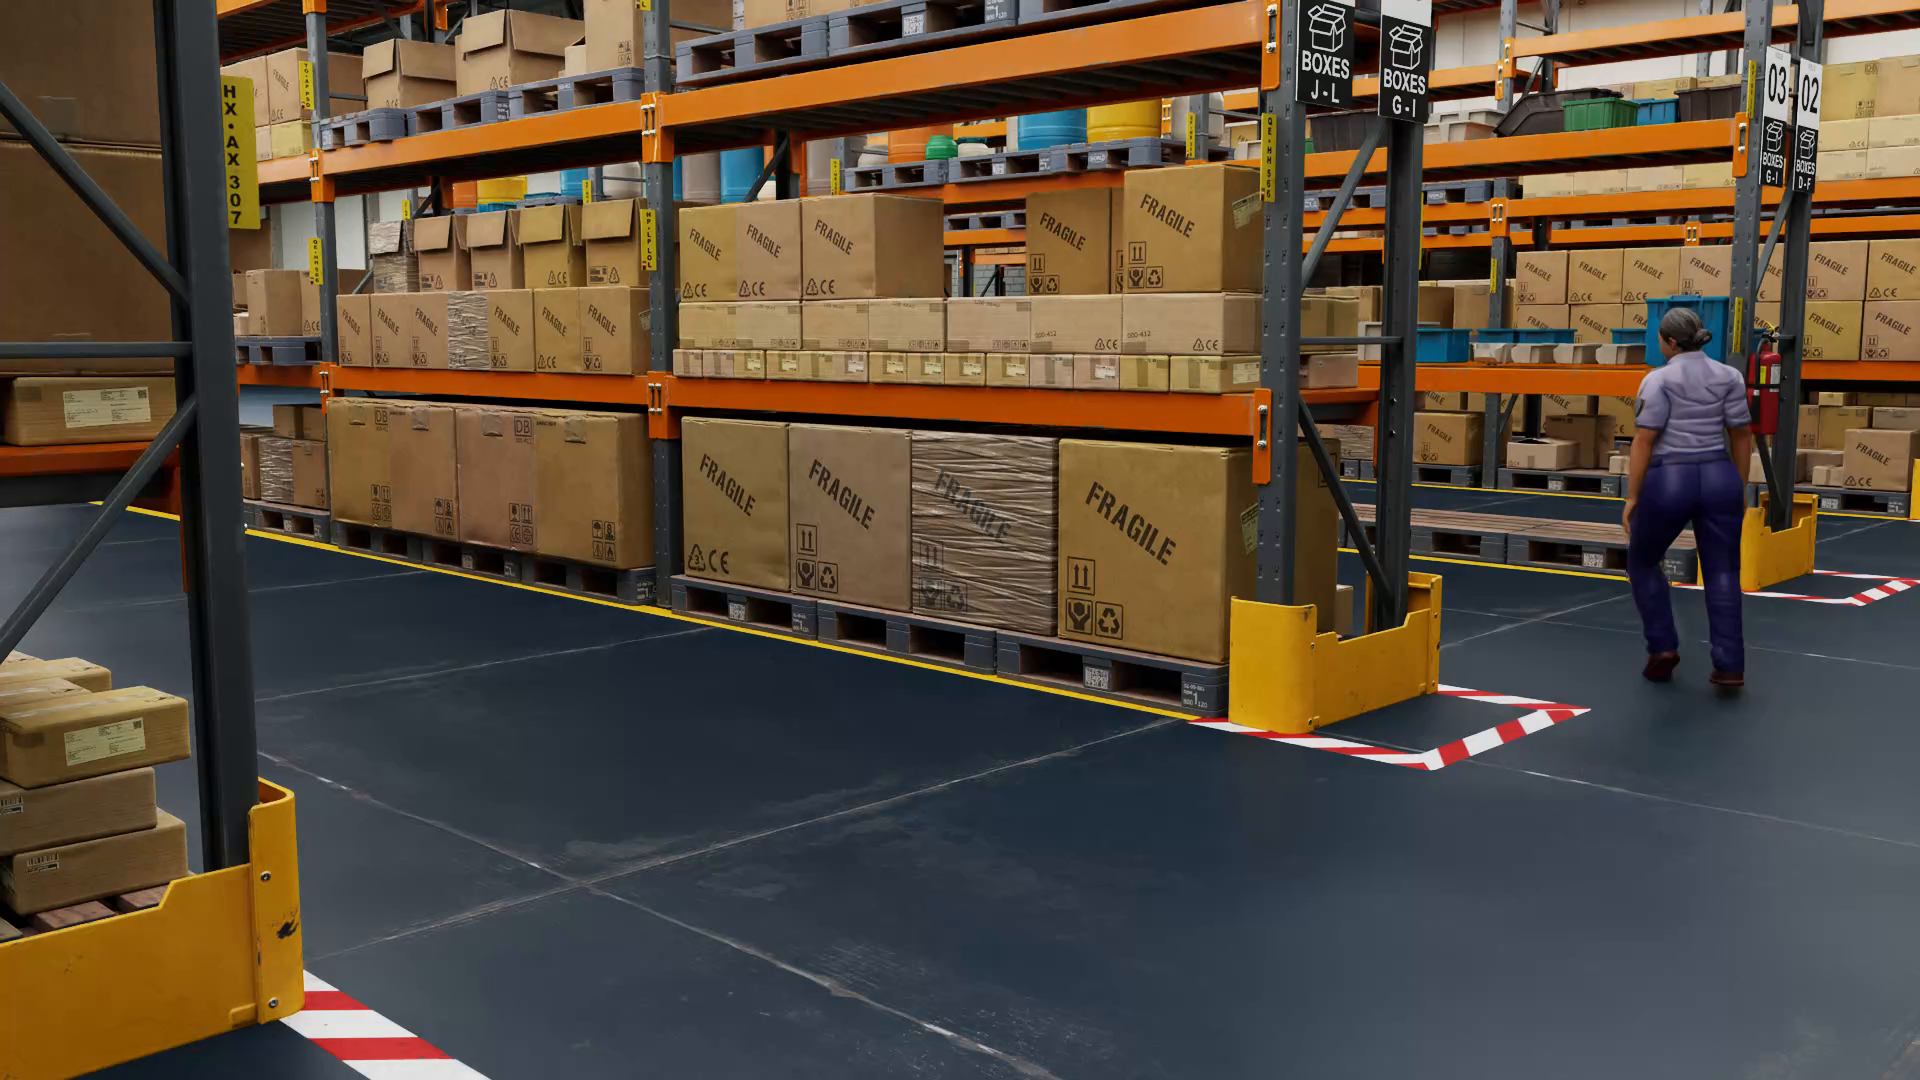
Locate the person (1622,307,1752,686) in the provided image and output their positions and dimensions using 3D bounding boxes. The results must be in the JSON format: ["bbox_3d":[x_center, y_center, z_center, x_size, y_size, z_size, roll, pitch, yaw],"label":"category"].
[{"bbox_3d":[3.150,-0.147,7.225,0.565,1.713,0.557,1,7,6],"label":"person"}]
